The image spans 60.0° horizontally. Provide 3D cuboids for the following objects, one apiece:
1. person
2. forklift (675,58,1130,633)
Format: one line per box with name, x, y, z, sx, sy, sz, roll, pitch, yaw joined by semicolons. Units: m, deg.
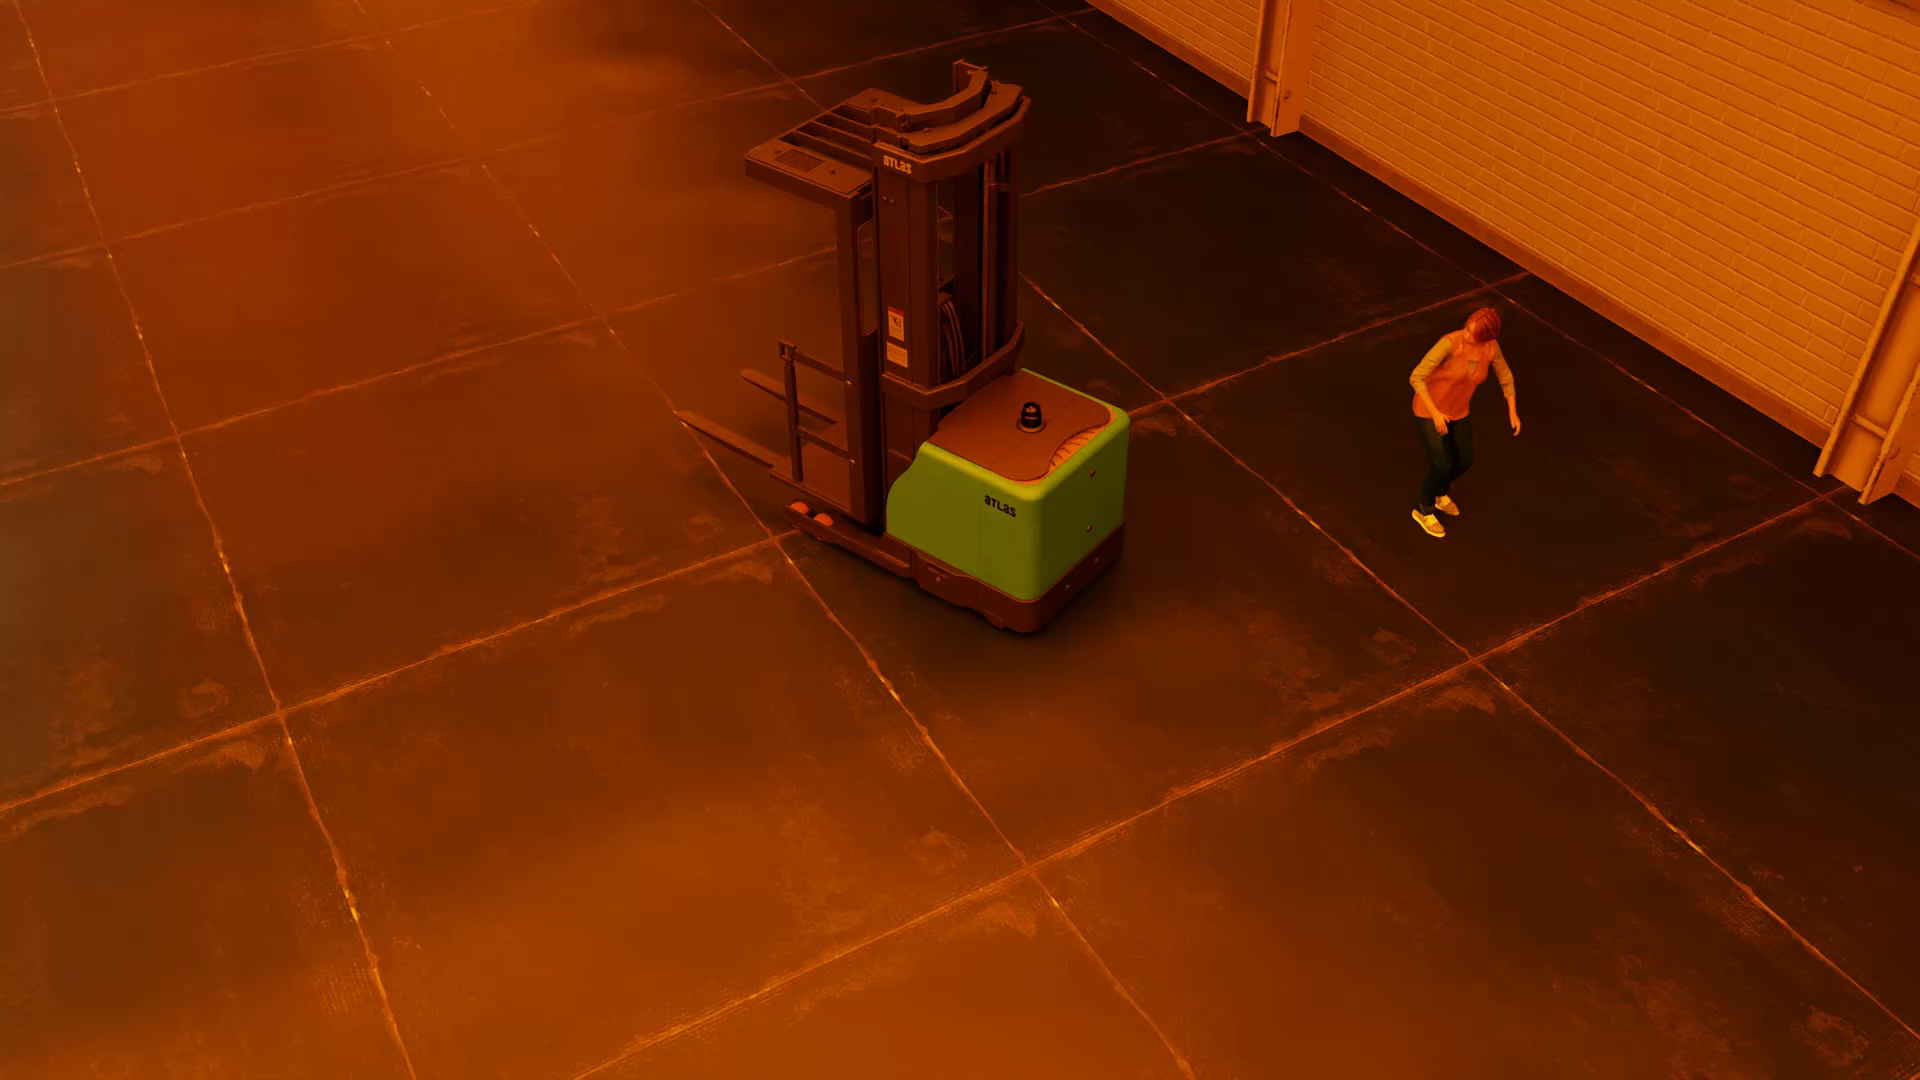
person;3.002;-0.727;10.031;0.660;1.545;0.509;-13;42;-16
forklift;-0.481;-1.366;9.683;3.031;2.935;1.130;26;46;28
